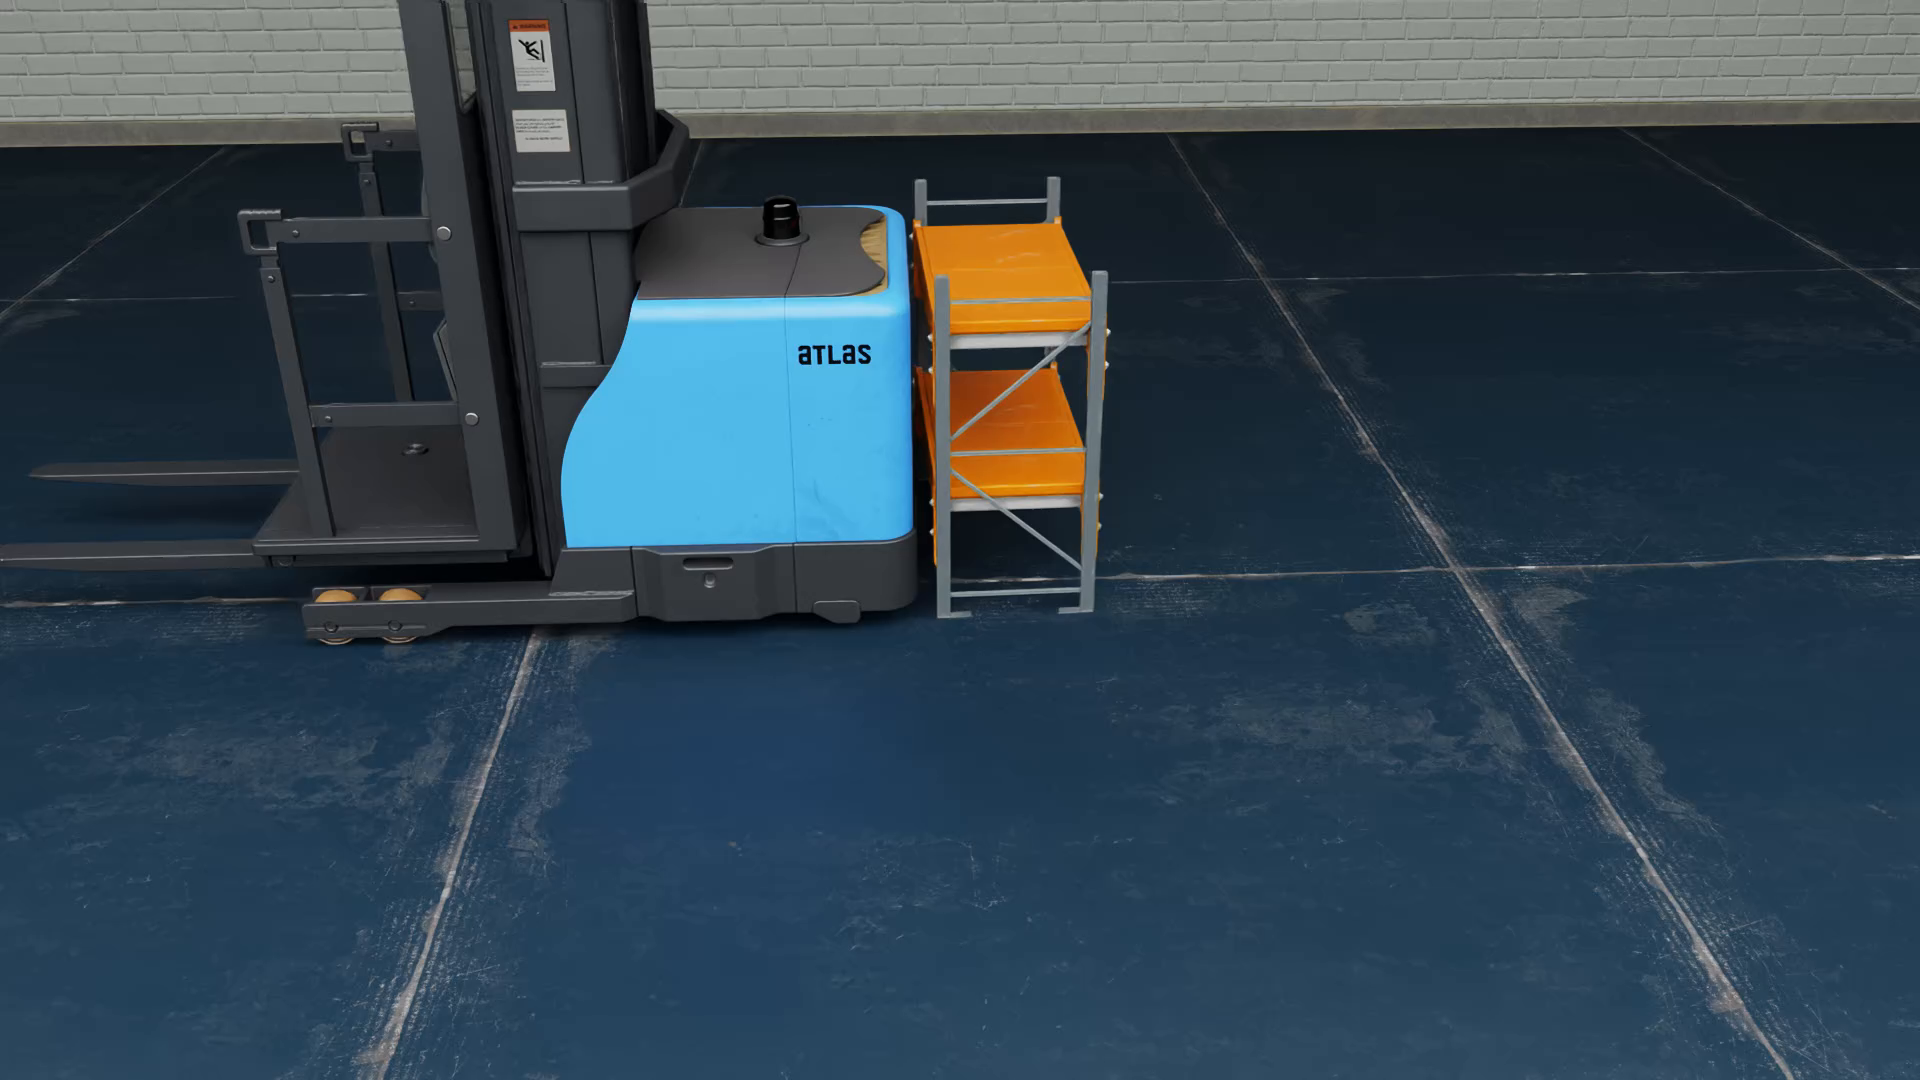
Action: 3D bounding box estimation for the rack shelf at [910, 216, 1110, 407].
[{"bbox_3d":[0.135,-0.759,5.355,0.538,0.278,1.000,-2,28,-4],"label":"rack shelf"}]

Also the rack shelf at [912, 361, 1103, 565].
[{"bbox_3d":[0.134,-0.282,5.603,0.538,0.278,1.000,-2,28,-4],"label":"rack shelf"}]

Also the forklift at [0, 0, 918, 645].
[{"bbox_3d":[-1.666,-1.227,4.934,3.031,2.935,1.130,-1,28,-2],"label":"forklift"}]

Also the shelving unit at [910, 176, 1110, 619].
[{"bbox_3d":[0.134,-0.499,5.490,0.538,1.125,1.048,-2,28,-4],"label":"shelving unit"}]

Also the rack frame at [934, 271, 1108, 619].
[{"bbox_3d":[0.176,-0.265,5.041,0.500,1.125,0.032,-2,28,-4],"label":"rack frame"}]

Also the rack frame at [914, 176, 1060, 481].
[{"bbox_3d":[0.093,-0.733,5.939,0.500,1.125,0.032,-2,28,-4],"label":"rack frame"}]
